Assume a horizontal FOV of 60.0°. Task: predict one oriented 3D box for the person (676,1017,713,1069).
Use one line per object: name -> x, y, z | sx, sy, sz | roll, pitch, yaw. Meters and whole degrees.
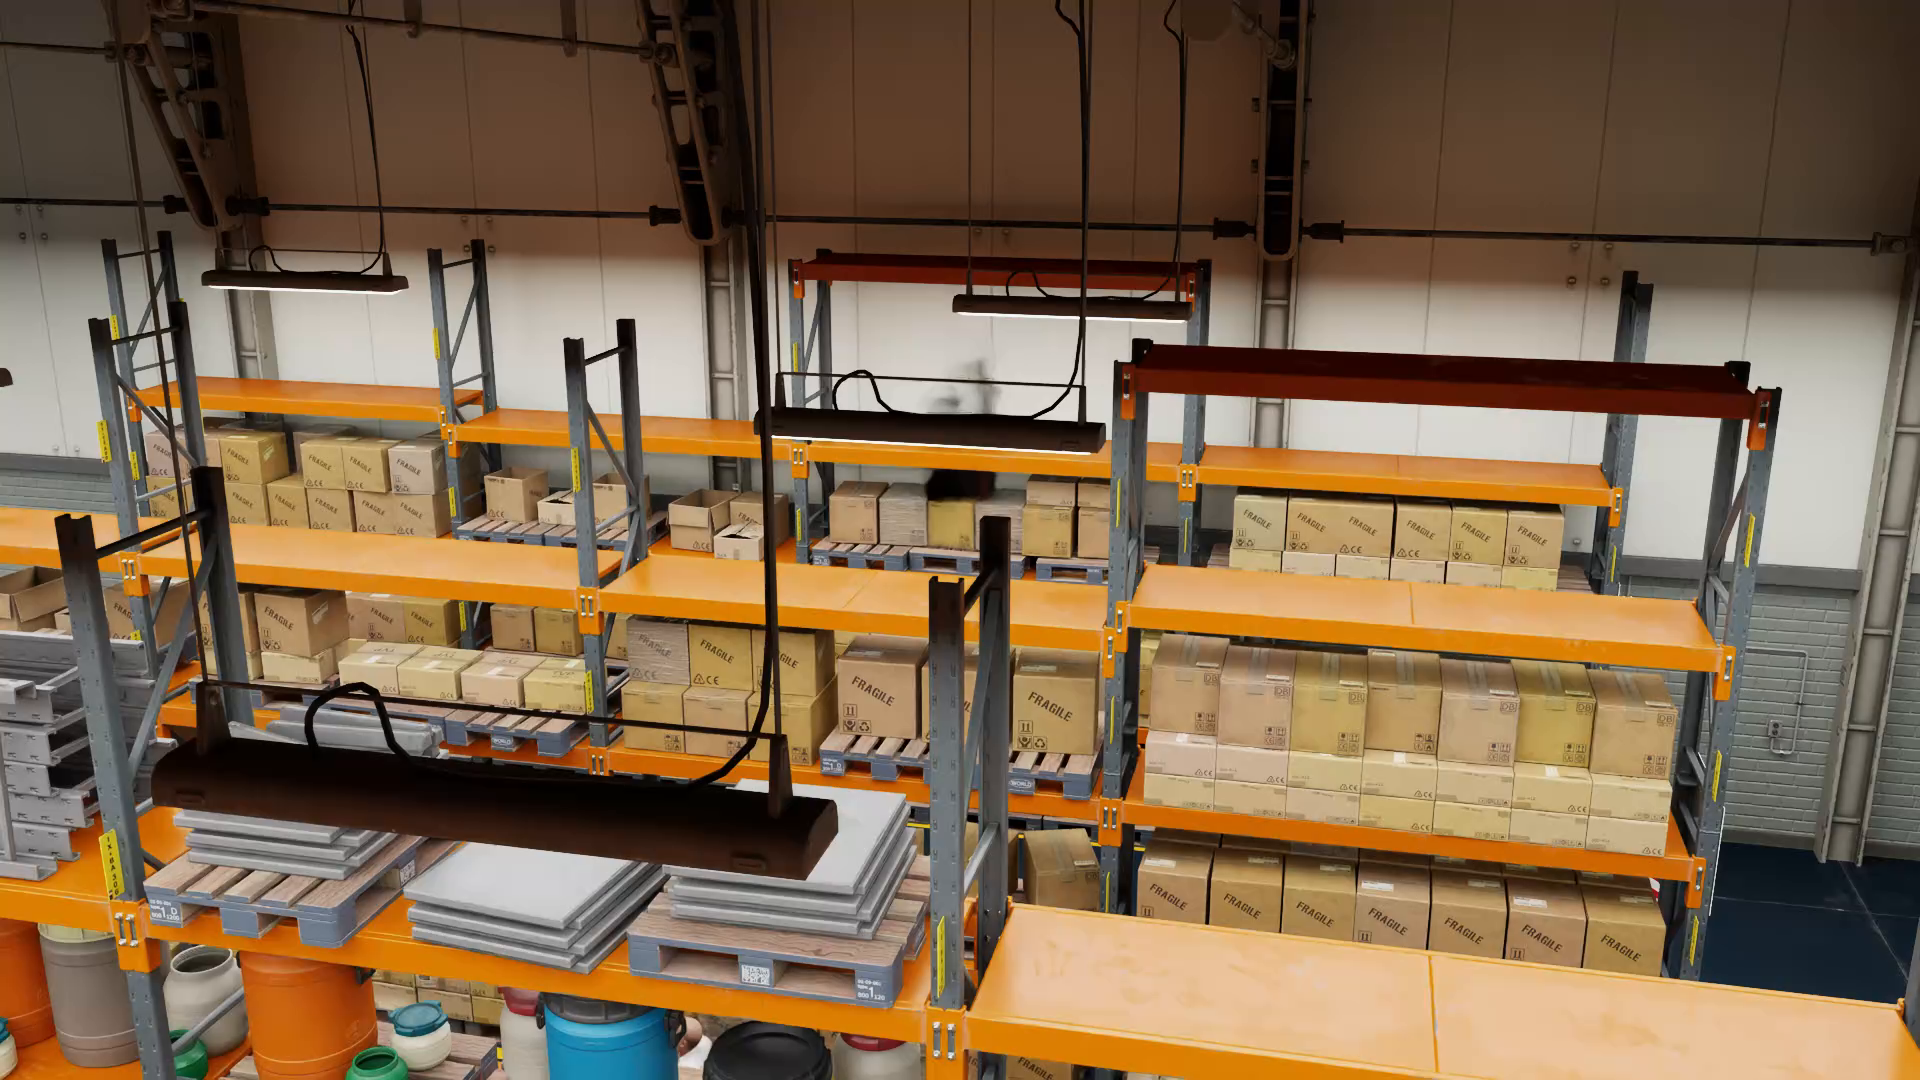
person -> -1.801, 4.060, 11.426 | 1.190, 1.780, 0.680 | 3, 17, 10
